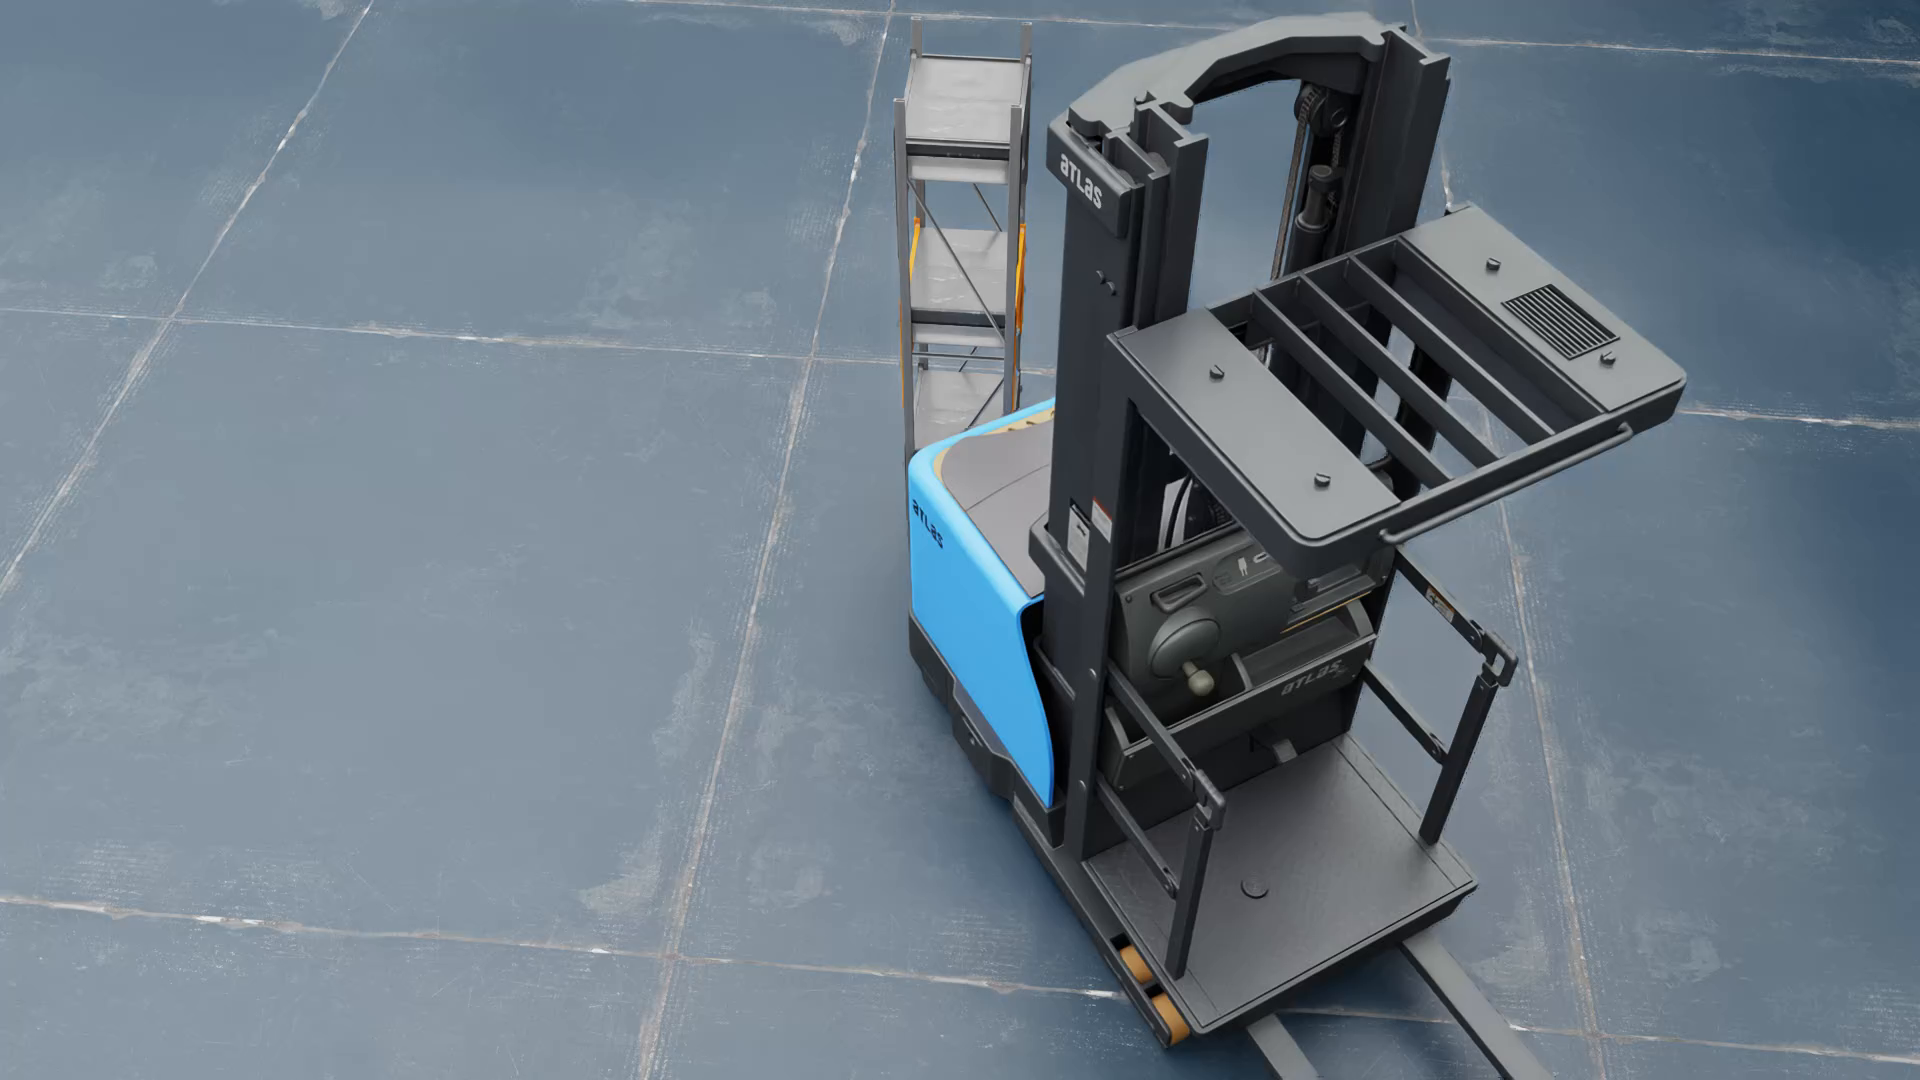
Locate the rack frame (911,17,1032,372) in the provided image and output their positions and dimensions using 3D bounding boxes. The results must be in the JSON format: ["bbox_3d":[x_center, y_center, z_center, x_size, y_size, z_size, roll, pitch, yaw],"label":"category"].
[{"bbox_3d":[0.037,-1.010,6.276,0.400,2.100,0.015,4,48,4],"label":"rack frame"}]

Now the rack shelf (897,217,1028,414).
[{"bbox_3d":[0.015,-0.821,6.122,0.431,0.518,0.480,4,48,4],"label":"rack shelf"}]

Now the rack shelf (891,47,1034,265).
[{"bbox_3d":[0.015,-1.294,5.606,0.431,0.518,0.480,4,48,4],"label":"rack shelf"}]

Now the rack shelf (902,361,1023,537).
[{"bbox_3d":[0.015,-0.349,6.639,0.431,0.518,0.480,4,48,4],"label":"rack shelf"}]

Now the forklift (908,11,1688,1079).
[{"bbox_3d":[0.959,0.226,4.583,1.130,2.935,3.031,-22,51,-19],"label":"forklift"}]

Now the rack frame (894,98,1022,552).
[{"bbox_3d":[-0.007,-0.651,5.948,0.400,2.100,0.015,4,48,4],"label":"rack frame"}]

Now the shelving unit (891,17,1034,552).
[{"bbox_3d":[0.015,-0.830,6.112,0.431,2.100,0.503,4,48,4],"label":"shelving unit"}]
